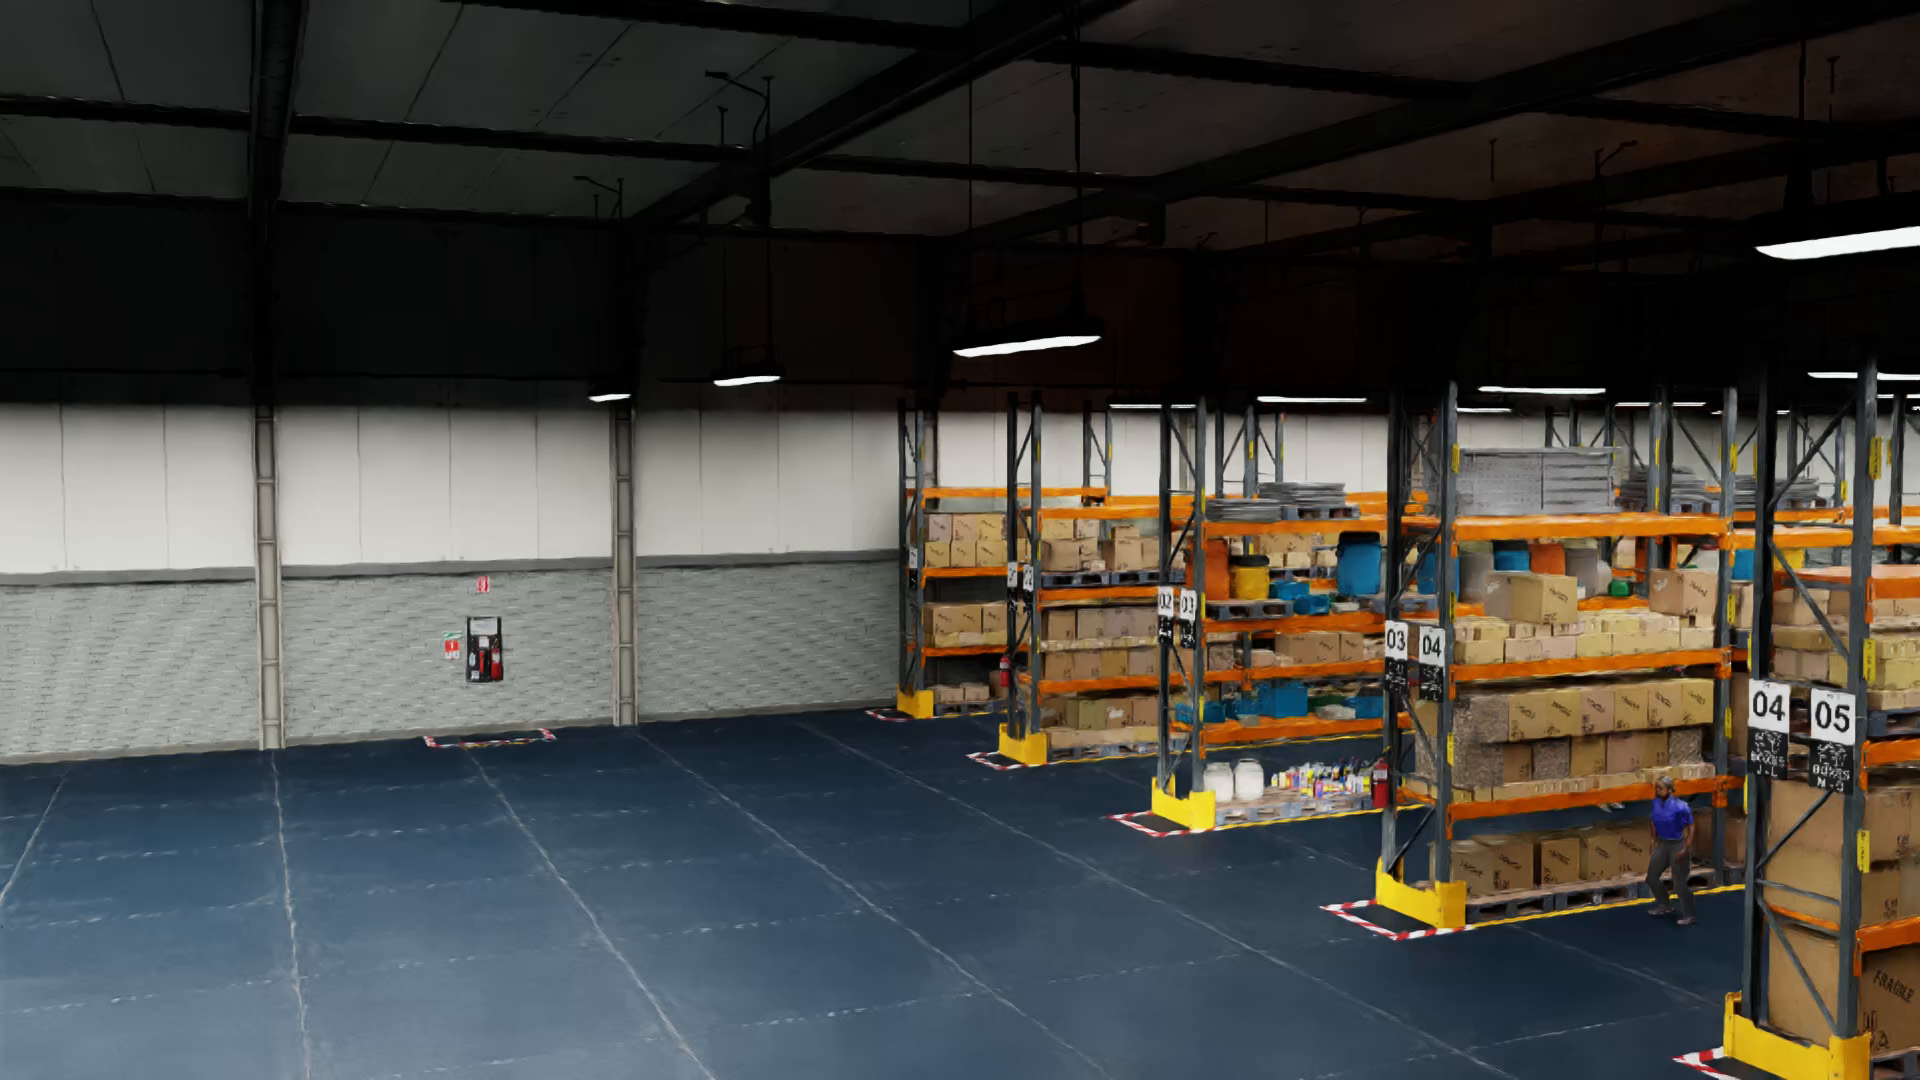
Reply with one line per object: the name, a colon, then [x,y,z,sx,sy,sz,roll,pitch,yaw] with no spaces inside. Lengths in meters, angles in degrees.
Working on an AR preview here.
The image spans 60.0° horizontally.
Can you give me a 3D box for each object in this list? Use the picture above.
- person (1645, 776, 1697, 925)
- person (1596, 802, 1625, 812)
person: [7.666,3.320,17.913,0.518,1.604,0.592,-2,4,-26]
person: [9.215,2.972,23.495,0.361,1.727,0.538,3,4,39]
